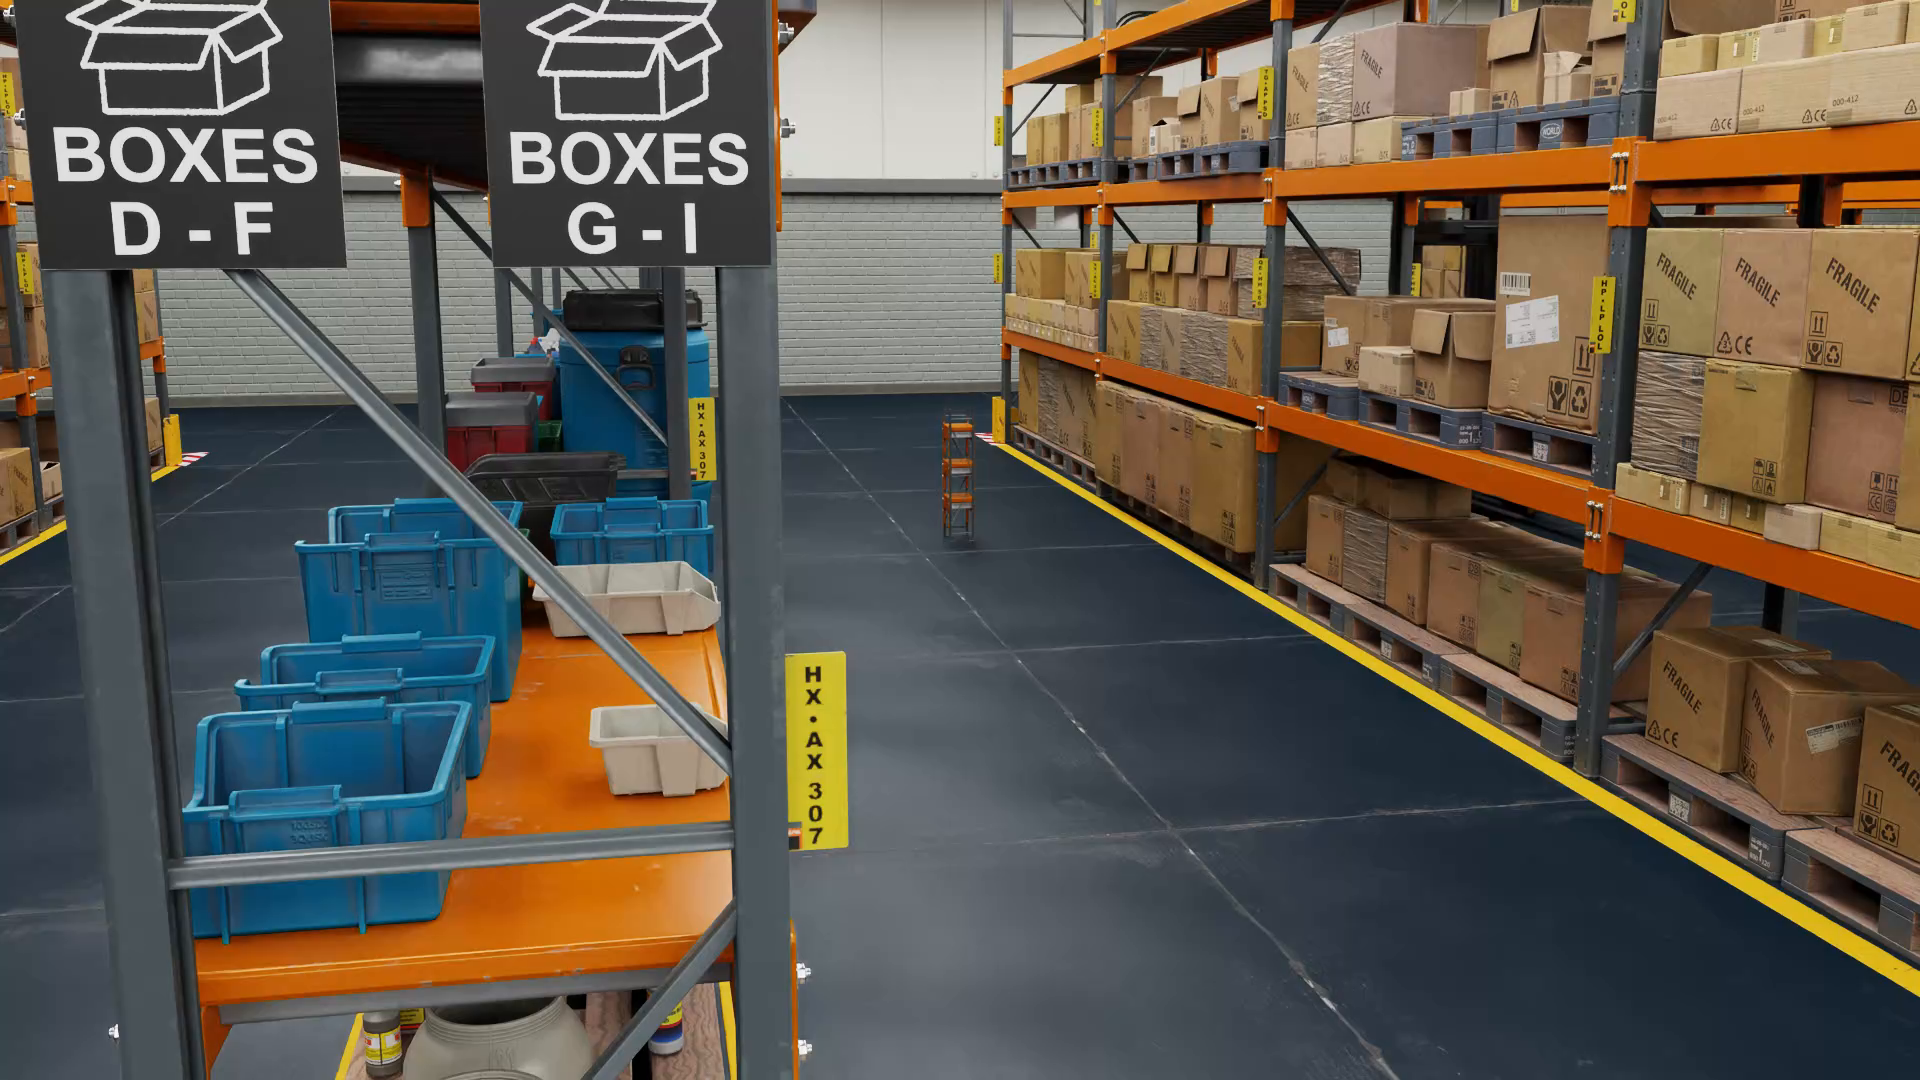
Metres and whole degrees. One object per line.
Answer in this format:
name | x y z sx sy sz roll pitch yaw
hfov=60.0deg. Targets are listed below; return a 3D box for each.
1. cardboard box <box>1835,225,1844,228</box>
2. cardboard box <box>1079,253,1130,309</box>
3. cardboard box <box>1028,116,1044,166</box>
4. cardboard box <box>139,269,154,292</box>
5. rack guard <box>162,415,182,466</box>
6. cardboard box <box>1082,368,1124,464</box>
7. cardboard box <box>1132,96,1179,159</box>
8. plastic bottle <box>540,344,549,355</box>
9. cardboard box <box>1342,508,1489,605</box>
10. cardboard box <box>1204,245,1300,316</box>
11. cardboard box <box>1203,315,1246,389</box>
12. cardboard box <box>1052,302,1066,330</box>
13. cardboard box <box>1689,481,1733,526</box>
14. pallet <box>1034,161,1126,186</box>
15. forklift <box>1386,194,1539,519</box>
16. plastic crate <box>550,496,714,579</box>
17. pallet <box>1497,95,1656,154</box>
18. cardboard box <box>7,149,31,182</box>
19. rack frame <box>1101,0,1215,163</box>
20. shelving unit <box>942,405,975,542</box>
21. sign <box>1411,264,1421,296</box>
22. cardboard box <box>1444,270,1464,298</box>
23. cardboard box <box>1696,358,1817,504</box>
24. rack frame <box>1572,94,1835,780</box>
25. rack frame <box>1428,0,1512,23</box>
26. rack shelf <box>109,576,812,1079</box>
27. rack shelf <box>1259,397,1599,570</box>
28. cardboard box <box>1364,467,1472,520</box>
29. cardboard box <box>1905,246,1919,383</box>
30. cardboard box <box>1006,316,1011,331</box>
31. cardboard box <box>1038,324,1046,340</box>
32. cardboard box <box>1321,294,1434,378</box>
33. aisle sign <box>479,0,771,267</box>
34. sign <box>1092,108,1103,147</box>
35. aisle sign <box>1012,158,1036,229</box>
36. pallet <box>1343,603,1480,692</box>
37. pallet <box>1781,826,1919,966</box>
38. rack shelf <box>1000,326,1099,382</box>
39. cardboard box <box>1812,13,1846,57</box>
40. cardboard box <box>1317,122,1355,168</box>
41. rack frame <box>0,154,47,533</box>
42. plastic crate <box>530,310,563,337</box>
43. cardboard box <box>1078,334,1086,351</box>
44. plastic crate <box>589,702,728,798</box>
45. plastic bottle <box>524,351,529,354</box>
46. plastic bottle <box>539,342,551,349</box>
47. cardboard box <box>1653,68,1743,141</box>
cardboard box | 10.553 -3.668 19.767 0.380 0.149 0.250 -2 11 -9
cardboard box | 1.402 -2.403 15.397 0.500 0.500 0.500 -2 11 -9
cardboard box | 1.120 -4.198 17.549 0.700 0.500 0.500 -3 11 -13
cardboard box | -8.386 -2.730 16.575 0.500 0.500 0.500 -2 11 -12
rack guard | -8.728 -1.019 17.215 1.175 0.500 0.348 -2 11 -11
cardboard box | 1.704 -1.174 15.900 0.875 0.875 0.875 -2 11 -11
cardboard box | 1.876 -3.510 14.203 0.700 0.500 0.500 -2 11 -10
plastic bottle | -3.163 -1.335 12.520 0.152 0.276 0.135 -2 11 -11
cardboard box | 2.802 0.082 10.253 0.700 0.500 0.500 -3 11 -16
cardboard box | 2.281 -1.950 12.468 0.797 0.503 0.637 -2 11 -10
cardboard box | 2.101 -1.376 12.135 0.500 0.500 0.500 -2 11 -12
cardboard box | 1.208 -2.219 16.441 0.500 0.250 0.500 -2 11 -10
cardboard box | 3.168 -0.155 6.660 0.380 0.149 0.250 -2 11 -11
pallet | 1.371 -3.691 16.780 1.003 0.211 1.213 -2 11 -11
forklift | 4.338 -1.682 14.195 1.130 2.935 3.031 -2 11 -12
plastic crate | -1.067 0.026 5.433 0.499 0.251 0.616 -2 11 -11
pallet | 3.294 -1.918 7.733 1.213 0.211 1.003 -2 11 -11
cardboard box | -7.816 -3.026 13.449 0.500 0.250 0.500 -2 11 -11
rack frame | 1.754 -4.834 14.528 1.000 3.000 0.127 -2 11 -11
shelving unit | -0.010 -0.526 13.150 0.215 1.050 0.252 -2 11 -11
sign | 3.062 -1.705 11.247 0.100 0.325 0.005 -2 11 -11
cardboard box | 5.806 -2.788 18.760 0.500 0.500 0.500 -2 11 -11
cardboard box | 3.399 -0.437 6.409 0.875 0.500 0.500 -2 11 -11
rack frame | 3.309 -0.420 7.380 1.000 3.000 0.127 -2 11 -11
rack frame | 5.860 -5.730 19.233 1.000 3.000 0.127 -2 11 -11
rack shelf | -1.160 0.480 4.574 1.077 0.370 4.000 -2 11 -11
rack shelf | 2.920 -0.433 9.375 1.077 0.370 4.000 -2 11 -11
cardboard box | 2.804 -0.291 10.208 0.500 0.250 0.500 -1 11 -5
cardboard box | 3.451 -0.740 5.324 0.500 0.500 0.500 -2 11 -11
cardboard box | 0.721 -2.420 18.562 0.380 0.149 0.250 -2 11 -10
cardboard box | 1.021 -2.138 17.080 0.380 0.149 0.250 -2 11 -12
cardboard box | 2.676 -1.311 10.673 0.500 0.500 0.500 -4 11 -18
aisle sign | -0.470 -0.781 2.323 0.394 0.787 0.004 -2 11 -11
sign | 1.209 -3.633 14.645 0.100 0.325 0.005 -2 11 -11
aisle sign | 0.667 -3.900 18.712 0.394 0.787 0.004 -2 11 -11
pallet | 2.916 0.583 9.569 1.003 0.211 1.213 -2 11 -11
pallet | 3.715 1.296 5.822 1.003 0.211 1.213 -2 11 -11
rack shelf | 1.365 -1.901 17.084 1.077 0.370 4.000 -2 11 -11
cardboard box | 3.311 -1.804 5.967 0.380 0.149 0.250 -2 11 -9
cardboard box | 2.473 -2.364 9.972 0.500 0.250 0.500 -2 11 -10
rack frame | -7.964 -1.528 13.200 1.000 3.000 0.127 -2 11 -11
plastic crate | -3.530 -1.802 14.523 0.392 0.384 0.575 -2 11 -11
cardboard box | 1.322 -1.855 15.592 0.380 0.149 0.250 -2 11 -10
plastic crate | -0.629 0.448 3.528 0.298 0.136 0.250 -2 11 -11
plastic bottle | -3.046 -1.184 11.709 0.061 0.283 0.133 -2 11 -11
plastic bottle | -3.208 -1.378 12.743 0.152 0.276 0.135 -2 11 -11
cardboard box | 3.146 -1.728 6.631 0.500 0.250 0.500 -3 11 -13
